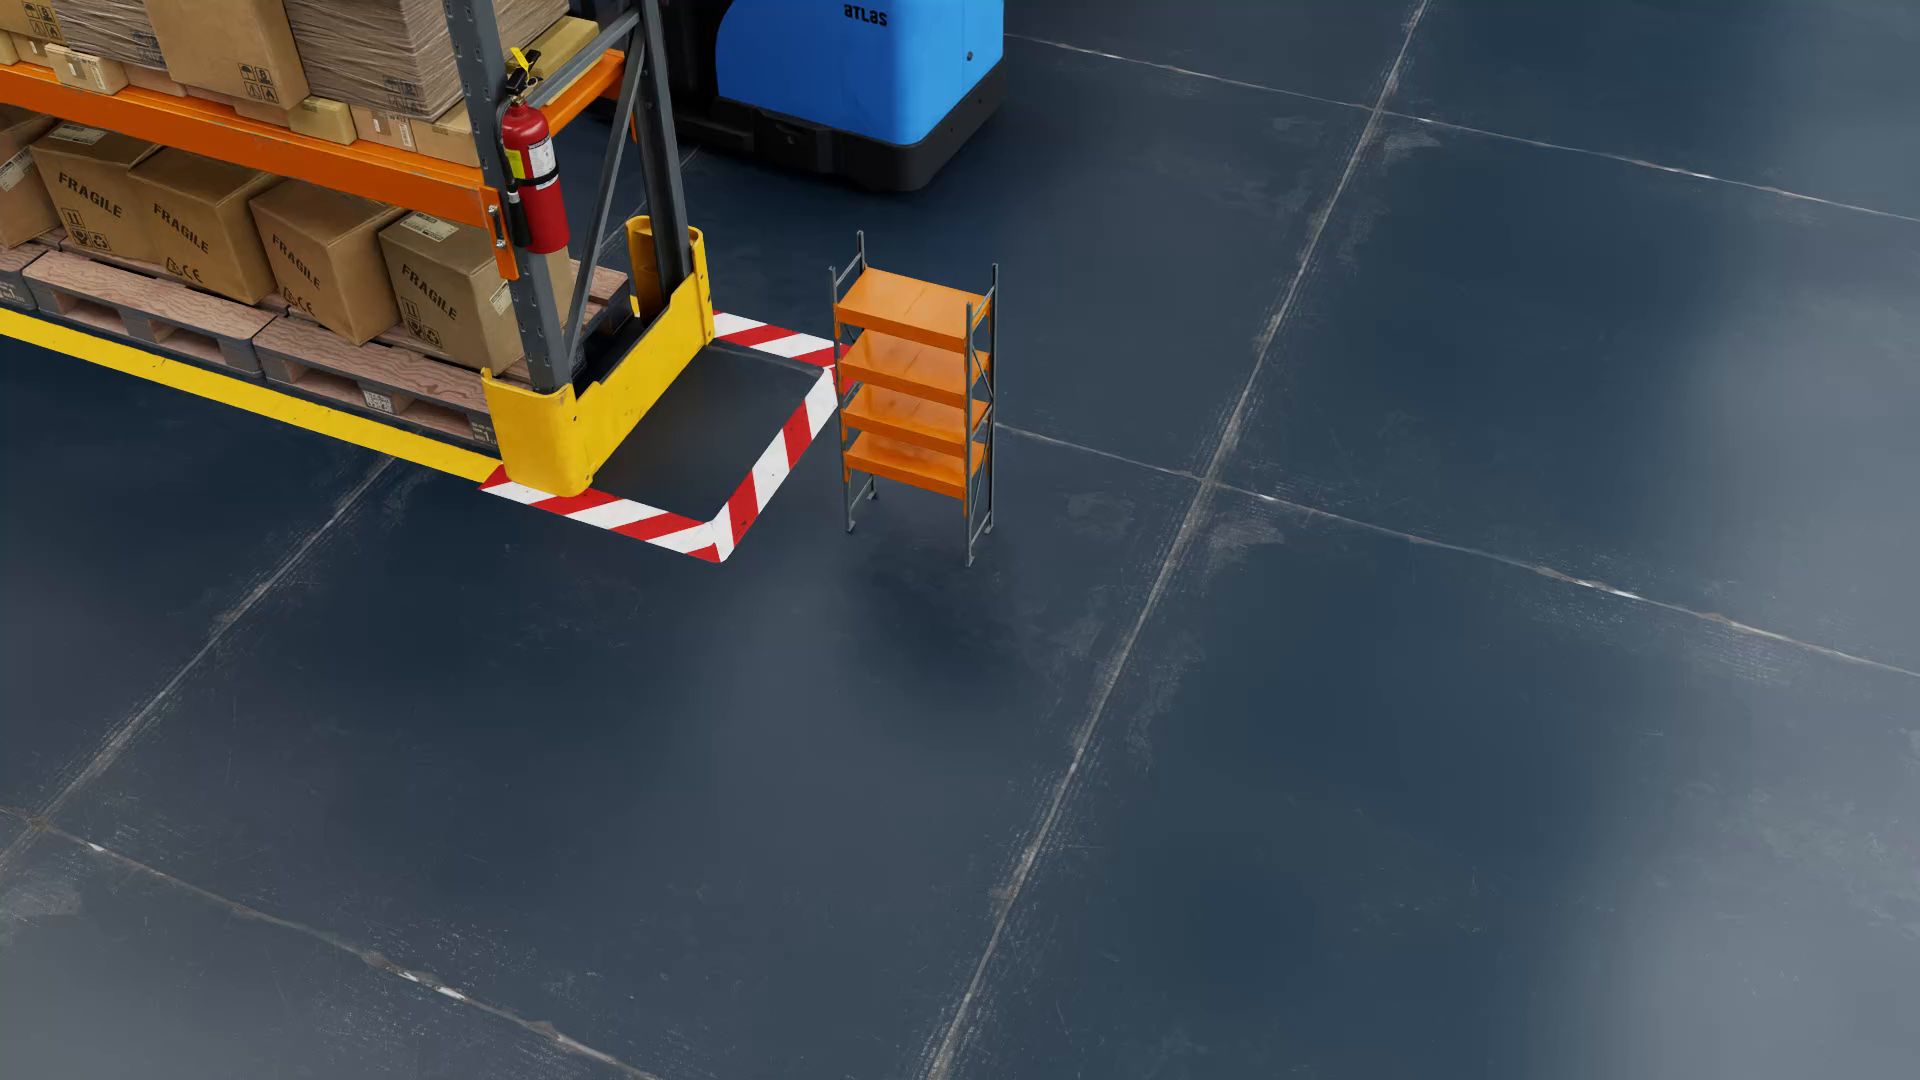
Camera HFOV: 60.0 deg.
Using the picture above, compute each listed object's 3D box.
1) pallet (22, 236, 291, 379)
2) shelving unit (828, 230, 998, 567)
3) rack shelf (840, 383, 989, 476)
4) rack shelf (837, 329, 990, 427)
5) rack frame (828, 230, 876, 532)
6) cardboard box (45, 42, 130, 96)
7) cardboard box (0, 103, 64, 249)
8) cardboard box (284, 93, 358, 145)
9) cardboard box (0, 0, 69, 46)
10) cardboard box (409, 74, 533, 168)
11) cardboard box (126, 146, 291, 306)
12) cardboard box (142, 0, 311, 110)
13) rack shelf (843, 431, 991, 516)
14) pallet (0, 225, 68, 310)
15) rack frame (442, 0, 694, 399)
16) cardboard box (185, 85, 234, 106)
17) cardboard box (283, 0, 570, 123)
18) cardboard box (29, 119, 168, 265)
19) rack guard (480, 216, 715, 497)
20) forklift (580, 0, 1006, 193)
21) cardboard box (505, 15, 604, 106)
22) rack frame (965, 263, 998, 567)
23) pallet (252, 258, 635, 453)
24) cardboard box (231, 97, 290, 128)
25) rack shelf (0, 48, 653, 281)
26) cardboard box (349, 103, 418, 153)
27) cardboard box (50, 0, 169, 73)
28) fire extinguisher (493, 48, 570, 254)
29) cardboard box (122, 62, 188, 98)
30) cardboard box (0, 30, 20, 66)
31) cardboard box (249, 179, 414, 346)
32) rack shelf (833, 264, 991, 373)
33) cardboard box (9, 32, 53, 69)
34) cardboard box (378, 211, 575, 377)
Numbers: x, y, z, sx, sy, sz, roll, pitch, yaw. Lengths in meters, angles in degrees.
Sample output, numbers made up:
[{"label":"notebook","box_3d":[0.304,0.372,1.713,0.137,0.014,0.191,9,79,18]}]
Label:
[{"label":"pallet","box_3d":[-3.273,-1.228,7.334,1.213,0.211,1.003,16,47,16]},{"label":"shelving unit","box_3d":[-0.153,-0.470,5.872,0.503,1.200,0.258,16,47,16]},{"label":"rack shelf","box_3d":[-0.153,-0.423,5.919,0.480,0.148,0.258,16,47,16]},{"label":"rack shelf","box_3d":[-0.153,-0.581,5.762,0.480,0.148,0.258,16,47,16]},{"label":"rack frame","box_3d":[-0.378,-0.537,5.939,0.015,1.200,0.240,16,47,16]},{"label":"cardboard box","box_3d":[-3.112,-1.813,6.123,0.250,0.149,0.380,16,47,16]},{"label":"cardboard box","box_3d":[-4.151,-1.684,7.290,0.500,0.500,0.500,32,53,28]},{"label":"cardboard box","box_3d":[-2.168,-1.576,5.886,0.250,0.149,0.380,16,47,16]},{"label":"cardboard box","box_3d":[-3.251,-2.293,6.146,0.500,0.500,0.875,16,47,16]},{"label":"cardboard box","box_3d":[-1.687,-1.474,5.783,0.250,0.149,0.380,16,47,16]},{"label":"cardboard box","box_3d":[-3.050,-1.385,6.990,0.500,0.500,0.500,21,48,19]},{"label":"cardboard box","box_3d":[-2.349,-1.986,5.837,0.500,0.500,0.875,16,47,16]},{"label":"rack shelf","box_3d":[-0.153,-0.282,6.059,0.480,0.148,0.258,16,47,16]},{"label":"pallet","box_3d":[-4.403,-1.558,7.666,1.213,0.211,1.003,16,47,16]},{"label":"rack frame","box_3d":[-1.344,-1.620,5.751,0.127,3.000,1.000,16,47,16]},{"label":"cardboard box","box_3d":[-2.607,-1.749,6.059,0.250,0.149,0.380,16,47,16]},{"label":"cardboard box","box_3d":[-1.841,-1.928,5.779,0.500,0.500,0.875,16,47,16]},{"label":"cardboard box","box_3d":[-3.548,-1.566,7.172,0.500,0.500,0.500,13,46,12]},{"label":"rack guard","box_3d":[-1.415,-0.754,6.654,0.348,0.500,1.175,16,47,16]},{"label":"forklift","box_3d":[-1.326,-3.405,7.594,3.031,2.935,1.130,20,48,19]},{"label":"cardboard box","box_3d":[-1.516,-1.763,6.074,0.250,0.149,0.380,16,47,16]},{"label":"rack frame","box_3d":[0.072,-0.404,5.805,0.015,1.200,0.240,16,47,16]},{"label":"pallet","box_3d":[-2.151,-0.896,7.000,1.213,0.211,1.003,16,47,16]},{"label":"cardboard box","box_3d":[-2.393,-1.654,5.964,0.250,0.149,0.380,16,47,16]},{"label":"rack shelf","box_3d":[-3.190,-1.908,6.551,4.000,0.370,1.077,16,47,16]},{"label":"cardboard box","box_3d":[-1.917,-1.542,5.851,0.250,0.149,0.380,16,47,16]},{"label":"cardboard box","box_3d":[-2.794,-2.149,6.002,0.500,0.500,0.875,16,47,16]},{"label":"fire extinguisher","box_3d":[-1.416,-1.261,5.446,0.183,0.674,0.296,16,47,16]},{"label":"cardboard box","box_3d":[-2.847,-1.803,6.113,0.250,0.149,0.380,16,47,16]},{"label":"cardboard box","box_3d":[-3.564,-1.964,6.275,0.250,0.149,0.380,16,47,16]},{"label":"cardboard box","box_3d":[-2.479,-1.203,6.807,0.500,0.500,0.500,29,52,26]},{"label":"rack shelf","box_3d":[-0.153,-0.749,5.595,0.480,0.148,0.258,16,47,16]},{"label":"cardboard box","box_3d":[-3.316,-1.926,6.237,0.250,0.149,0.380,16,47,16]},{"label":"cardboard box","box_3d":[-1.914,-1.063,6.666,0.500,0.500,0.500,25,50,23]}]
